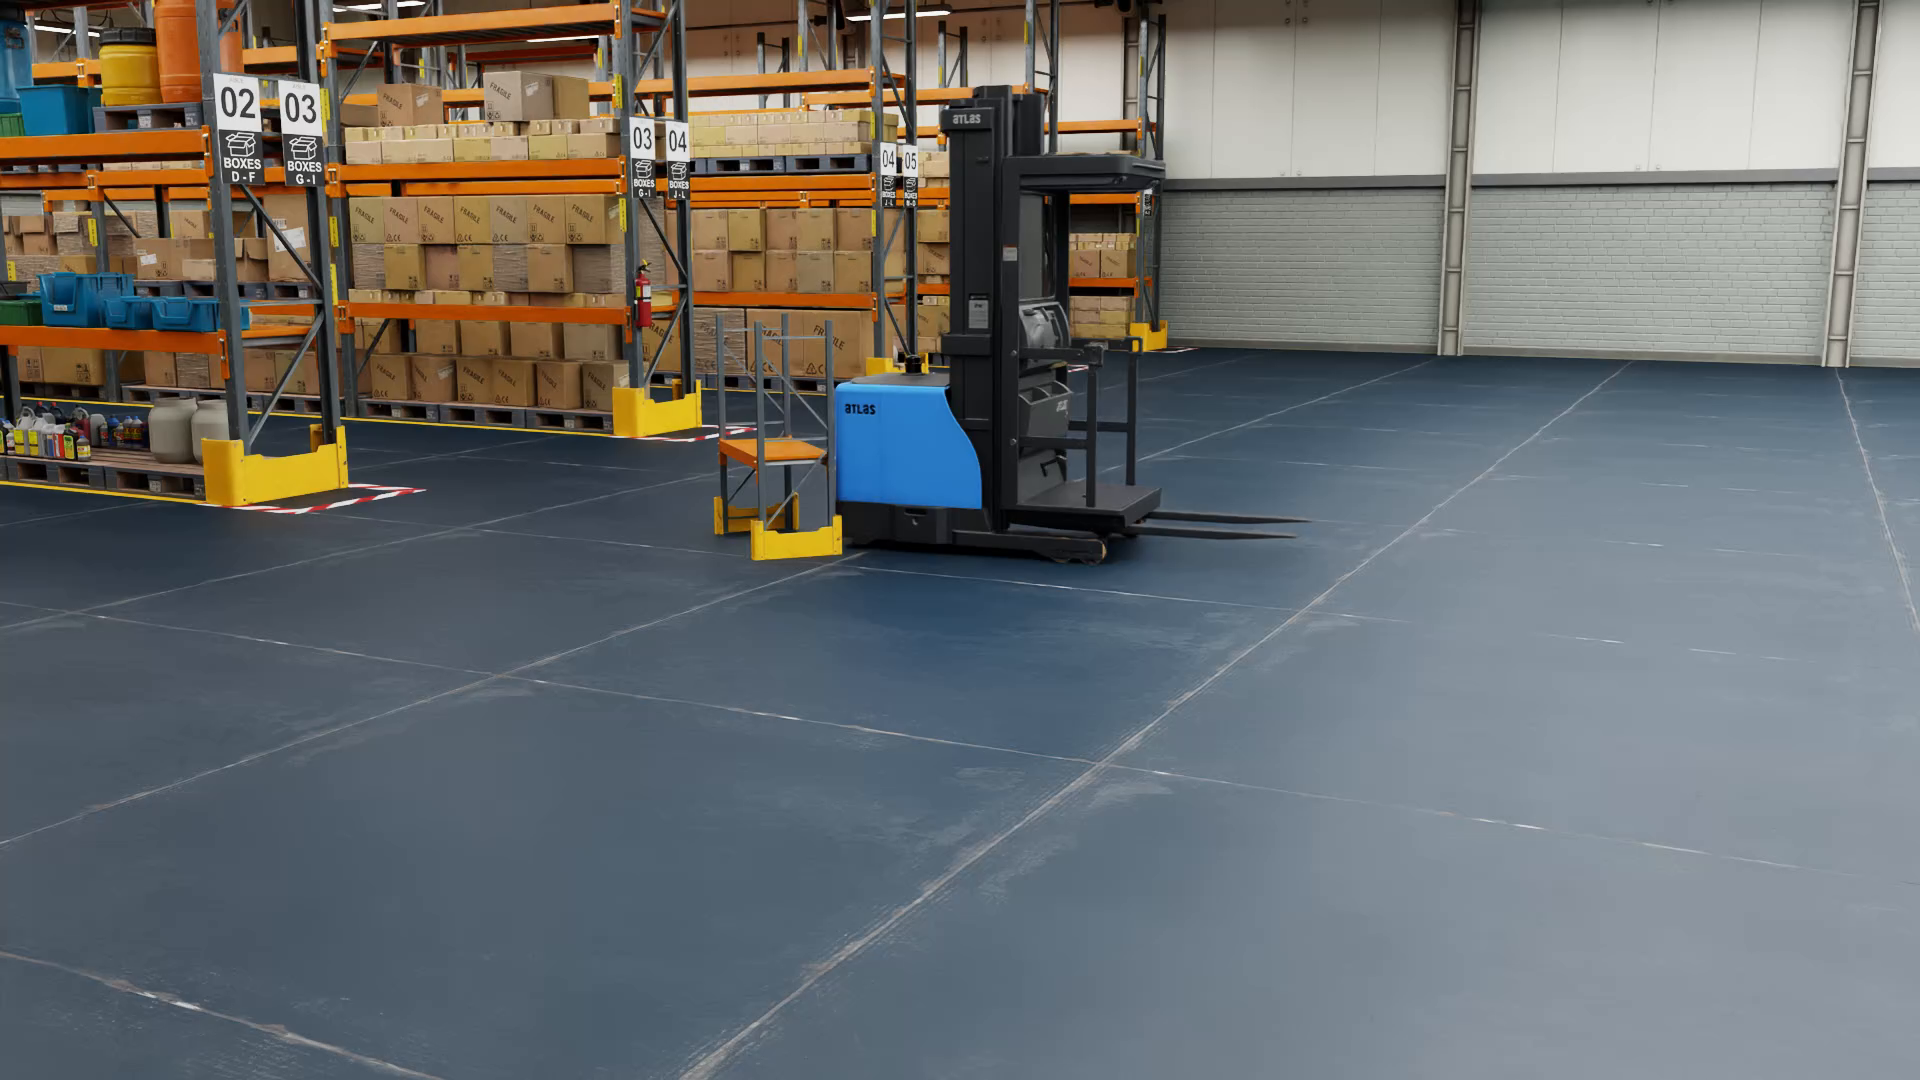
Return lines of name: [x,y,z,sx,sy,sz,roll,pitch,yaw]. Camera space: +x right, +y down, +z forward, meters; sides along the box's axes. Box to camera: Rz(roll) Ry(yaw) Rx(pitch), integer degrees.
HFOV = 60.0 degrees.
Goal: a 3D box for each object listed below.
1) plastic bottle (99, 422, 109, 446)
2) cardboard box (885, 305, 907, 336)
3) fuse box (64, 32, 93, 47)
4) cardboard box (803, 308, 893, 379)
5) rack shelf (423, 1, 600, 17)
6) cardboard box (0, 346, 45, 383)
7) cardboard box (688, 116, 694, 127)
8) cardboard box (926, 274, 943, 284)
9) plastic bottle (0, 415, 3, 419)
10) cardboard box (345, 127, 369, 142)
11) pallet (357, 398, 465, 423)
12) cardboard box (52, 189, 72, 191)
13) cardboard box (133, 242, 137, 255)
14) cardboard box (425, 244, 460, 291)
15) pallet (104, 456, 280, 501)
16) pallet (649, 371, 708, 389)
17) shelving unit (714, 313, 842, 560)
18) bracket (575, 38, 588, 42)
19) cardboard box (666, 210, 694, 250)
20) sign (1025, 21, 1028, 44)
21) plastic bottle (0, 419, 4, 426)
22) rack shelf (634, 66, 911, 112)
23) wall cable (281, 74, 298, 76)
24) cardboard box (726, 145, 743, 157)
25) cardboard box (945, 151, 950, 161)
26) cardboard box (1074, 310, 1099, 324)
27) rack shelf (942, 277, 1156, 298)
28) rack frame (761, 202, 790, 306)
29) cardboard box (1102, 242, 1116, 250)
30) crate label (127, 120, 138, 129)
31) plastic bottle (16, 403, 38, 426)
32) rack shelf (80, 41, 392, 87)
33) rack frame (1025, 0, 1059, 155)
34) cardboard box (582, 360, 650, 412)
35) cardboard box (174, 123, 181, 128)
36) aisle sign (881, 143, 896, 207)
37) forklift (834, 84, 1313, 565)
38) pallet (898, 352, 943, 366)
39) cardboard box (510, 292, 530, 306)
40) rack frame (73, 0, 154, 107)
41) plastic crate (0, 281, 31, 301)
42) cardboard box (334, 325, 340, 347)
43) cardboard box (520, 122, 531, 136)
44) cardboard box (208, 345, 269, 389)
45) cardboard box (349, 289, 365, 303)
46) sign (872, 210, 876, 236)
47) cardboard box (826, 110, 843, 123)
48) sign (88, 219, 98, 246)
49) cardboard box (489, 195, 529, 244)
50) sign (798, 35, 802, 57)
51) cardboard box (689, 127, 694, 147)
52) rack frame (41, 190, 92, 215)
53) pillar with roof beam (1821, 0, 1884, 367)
plastic bottle: [-7.473,-0.927,14.553,0.097,0.201,0.097,0,10,0]
cardboard box: [-0.967,-3.577,27.006,0.500,0.500,0.500,6,12,29]
fuse box: [-18.242,-10.395,34.415,0.176,0.334,0.513,5,11,26]
cardboard box: [-1.476,-2.615,22.045,0.875,0.875,0.875,5,11,26]
rack shelf: [-7.707,-9.231,29.657,4.000,0.370,1.077,5,11,26]
cardboard box: [-11.704,-2.548,21.673,0.875,0.875,1.225,5,11,26]
cardboard box: [-3.565,-5.584,22.247,0.250,0.149,0.380,5,11,25]
cardboard box: [-0.347,-4.171,26.560,0.250,0.149,0.380,5,11,25]
plastic bottle: [-8.298,-0.958,14.301,0.185,0.351,0.144,5,11,26]
cardboard box: [-6.556,-4.466,18.363,0.250,0.149,0.380,5,11,24]
pallet: [-6.093,-1.523,19.053,1.213,0.211,1.003,5,11,26]
cardboard box: [-14.897,-5.998,27.948,0.500,0.250,0.500,5,12,28]
cardboard box: [-13.522,-4.670,27.497,0.500,0.500,0.500,5,11,24]
cardboard box: [-5.409,-3.024,18.402,0.500,0.500,0.875,5,11,26]
pallet: [-6.130,-0.527,13.551,1.213,0.211,1.003,5,11,26]
pallet: [-3.778,-2.282,23.247,1.213,0.211,1.003,5,11,26]
shelving unit: [-1.227,-0.716,10.976,0.587,1.500,1.083,-4,11,-21]
bracket: [-8.062,-10.847,35.787,0.430,0.232,0.235,5,11,26]
cardboard box: [-3.565,-4.272,22.961,0.550,0.550,0.875,5,11,26]
sign: [0.997,-7.612,24.956,0.005,0.325,0.100,5,11,26]
plastic bottle: [-8.193,-0.920,14.092,0.185,0.351,0.144,4,11,23]
rack shelf: [-2.632,-5.970,22.093,4.000,0.370,1.077,5,11,26]
wall cable: [-15.389,-12.602,39.975,0.133,3.039,2.988,5,11,26]
cardboard box: [-2.885,-5.132,21.987,0.250,0.149,0.380,5,11,27]
cardboard box: [-0.045,-6.026,26.150,0.250,0.149,0.380,5,11,26]
cardboard box: [2.434,-4.132,30.778,0.500,0.250,0.500,5,11,25]
rack shelf: [1.661,-4.807,31.386,4.000,0.370,1.077,5,11,26]
rack frame: [-3.720,-5.633,33.934,0.127,3.000,1.000,5,11,26]
cardboard box: [2.777,-5.369,30.373,0.250,0.149,0.380,5,12,27]
crate label: [-6.848,-3.439,13.806,0.408,0.251,0.502,5,11,26]
plastic bottle: [-8.261,-1.037,14.738,0.185,0.351,0.144,5,11,26]
rack shelf: [-8.504,-5.501,19.502,4.000,0.370,1.077,5,11,26]
rack frame: [1.261,-7.162,25.535,0.127,3.000,1.000,5,11,26]
cardboard box: [-3.676,-1.656,17.796,0.500,0.500,0.500,8,13,36]
cardboard box: [-9.083,-4.872,19.618,0.500,0.500,0.500,5,11,24]
aisle sign: [-0.907,-4.637,21.130,0.004,0.787,0.394,5,11,26]
forklift: [0.737,-1.391,10.688,3.031,2.935,1.130,4,11,20]
pallet: [-0.610,-3.010,27.268,1.213,0.211,1.003,5,11,26]
cardboard box: [-4.599,-2.589,17.818,0.250,0.149,0.380,5,11,26]
rack frame: [-10.298,-6.210,20.273,0.127,3.000,1.000,5,11,26]
plastic crate: [-8.489,-2.059,14.360,0.504,0.338,0.767,5,11,26]
cardboard box: [-9.664,-3.109,25.826,0.500,0.500,0.500,4,11,23]
cardboard box: [-4.388,-4.296,17.425,0.250,0.149,0.380,5,11,26]
cardboard box: [-8.674,-2.109,20.245,0.500,0.500,0.700,6,12,31]
cardboard box: [-6.651,-2.754,18.729,0.250,0.149,0.380,5,11,26]
sign: [-1.091,-4.012,21.060,0.005,0.325,0.100,5,11,26]
cardboard box: [-1.514,-5.404,21.252,0.250,0.149,0.380,5,11,26]
sign: [-10.540,-3.738,20.213,0.005,0.325,0.100,5,11,26]
cardboard box: [-4.624,-3.397,17.653,0.500,0.500,0.500,5,11,26]
sign: [-2.566,-7.926,26.687,0.005,0.325,0.100,5,11,26]
cardboard box: [-3.658,-5.408,22.393,0.500,0.250,0.500,5,11,25]
rack frame: [-15.187,-4.672,28.623,0.127,3.000,1.000,5,11,26]
pillar with roof beam: [12.085,-6.521,21.991,0.400,9.000,9.100,5,11,26]
